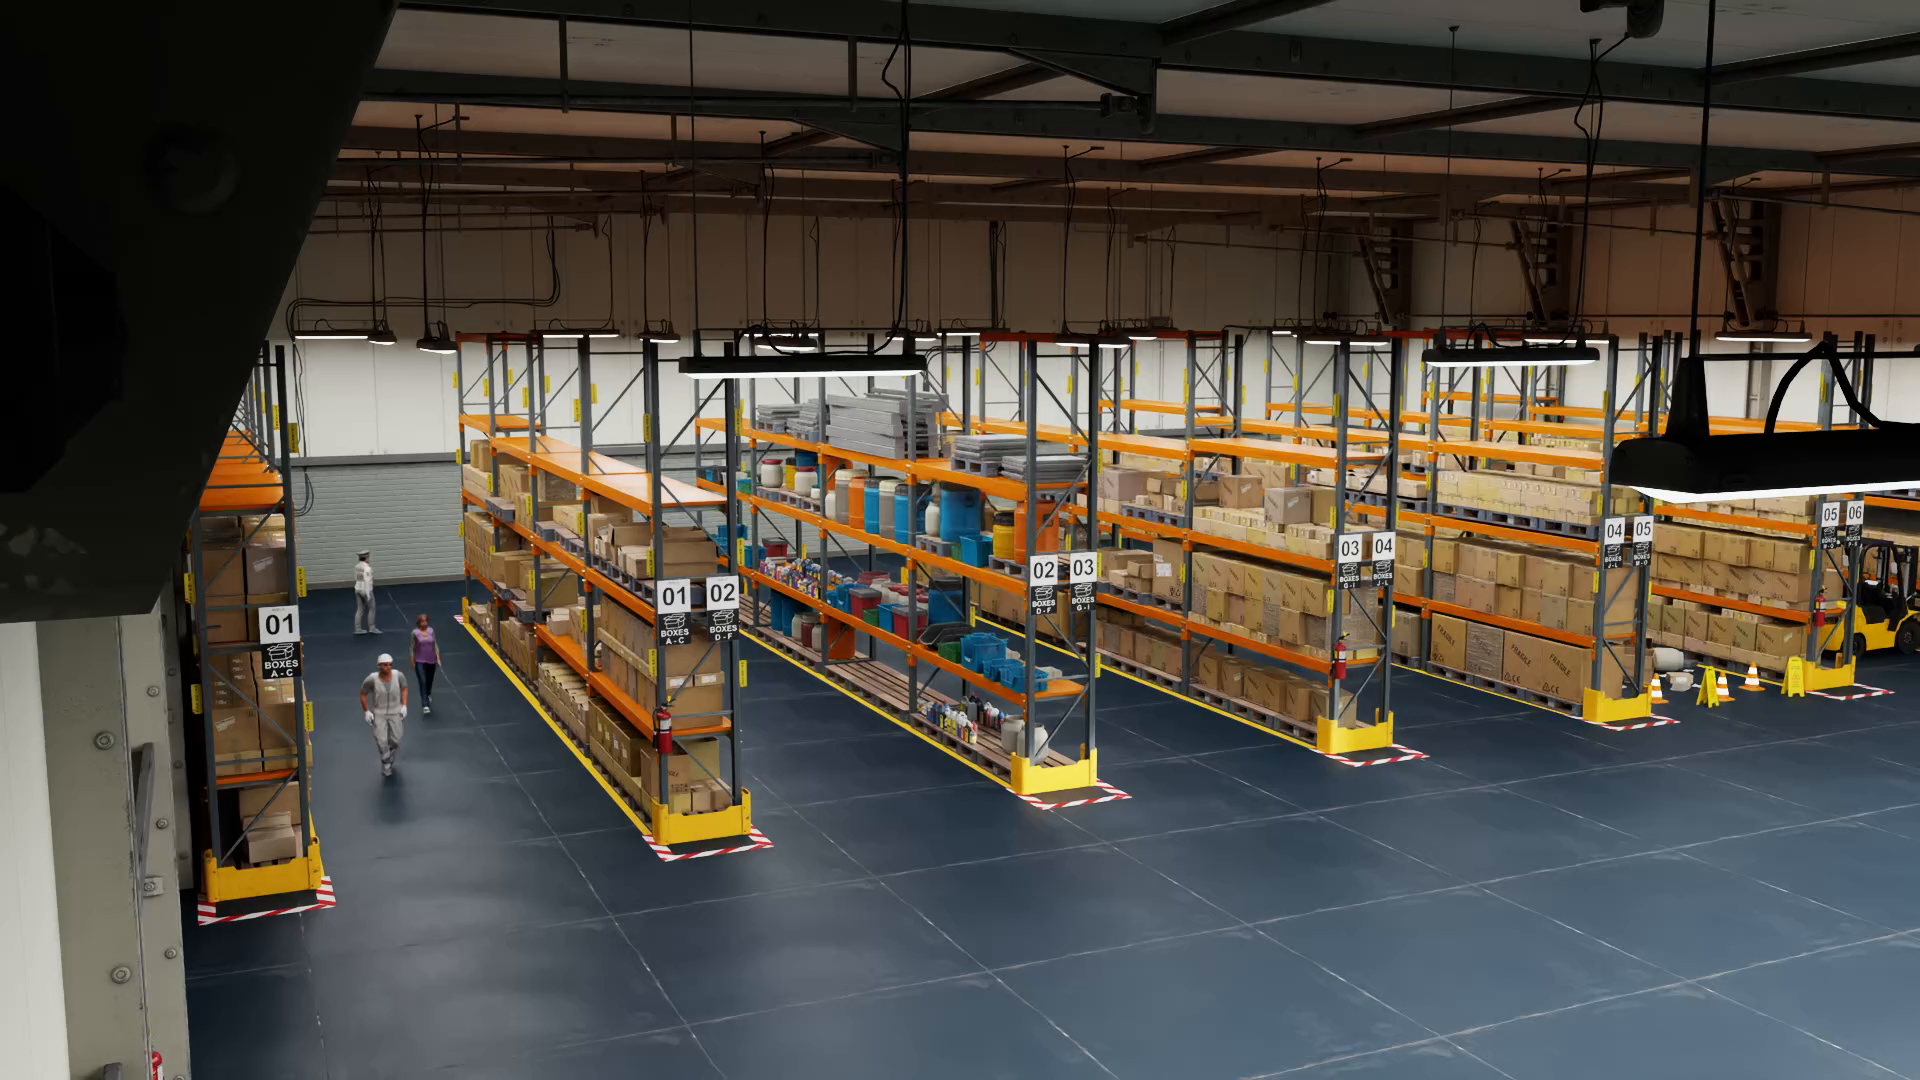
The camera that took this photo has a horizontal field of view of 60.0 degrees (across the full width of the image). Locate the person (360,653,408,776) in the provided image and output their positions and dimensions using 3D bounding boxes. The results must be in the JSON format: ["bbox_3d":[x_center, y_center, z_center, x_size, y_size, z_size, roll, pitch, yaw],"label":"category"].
[{"bbox_3d":[-7.983,2.387,23.057,0.632,1.728,0.704,-4,9,-25],"label":"person"}]

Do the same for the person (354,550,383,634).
[{"bbox_3d":[-11.857,1.061,33.151,0.522,1.706,0.547,6,10,37],"label":"person"}]

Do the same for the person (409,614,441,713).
[{"bbox_3d":[-8.601,1.949,26.730,0.446,1.539,0.969,-4,9,-27],"label":"person"}]
